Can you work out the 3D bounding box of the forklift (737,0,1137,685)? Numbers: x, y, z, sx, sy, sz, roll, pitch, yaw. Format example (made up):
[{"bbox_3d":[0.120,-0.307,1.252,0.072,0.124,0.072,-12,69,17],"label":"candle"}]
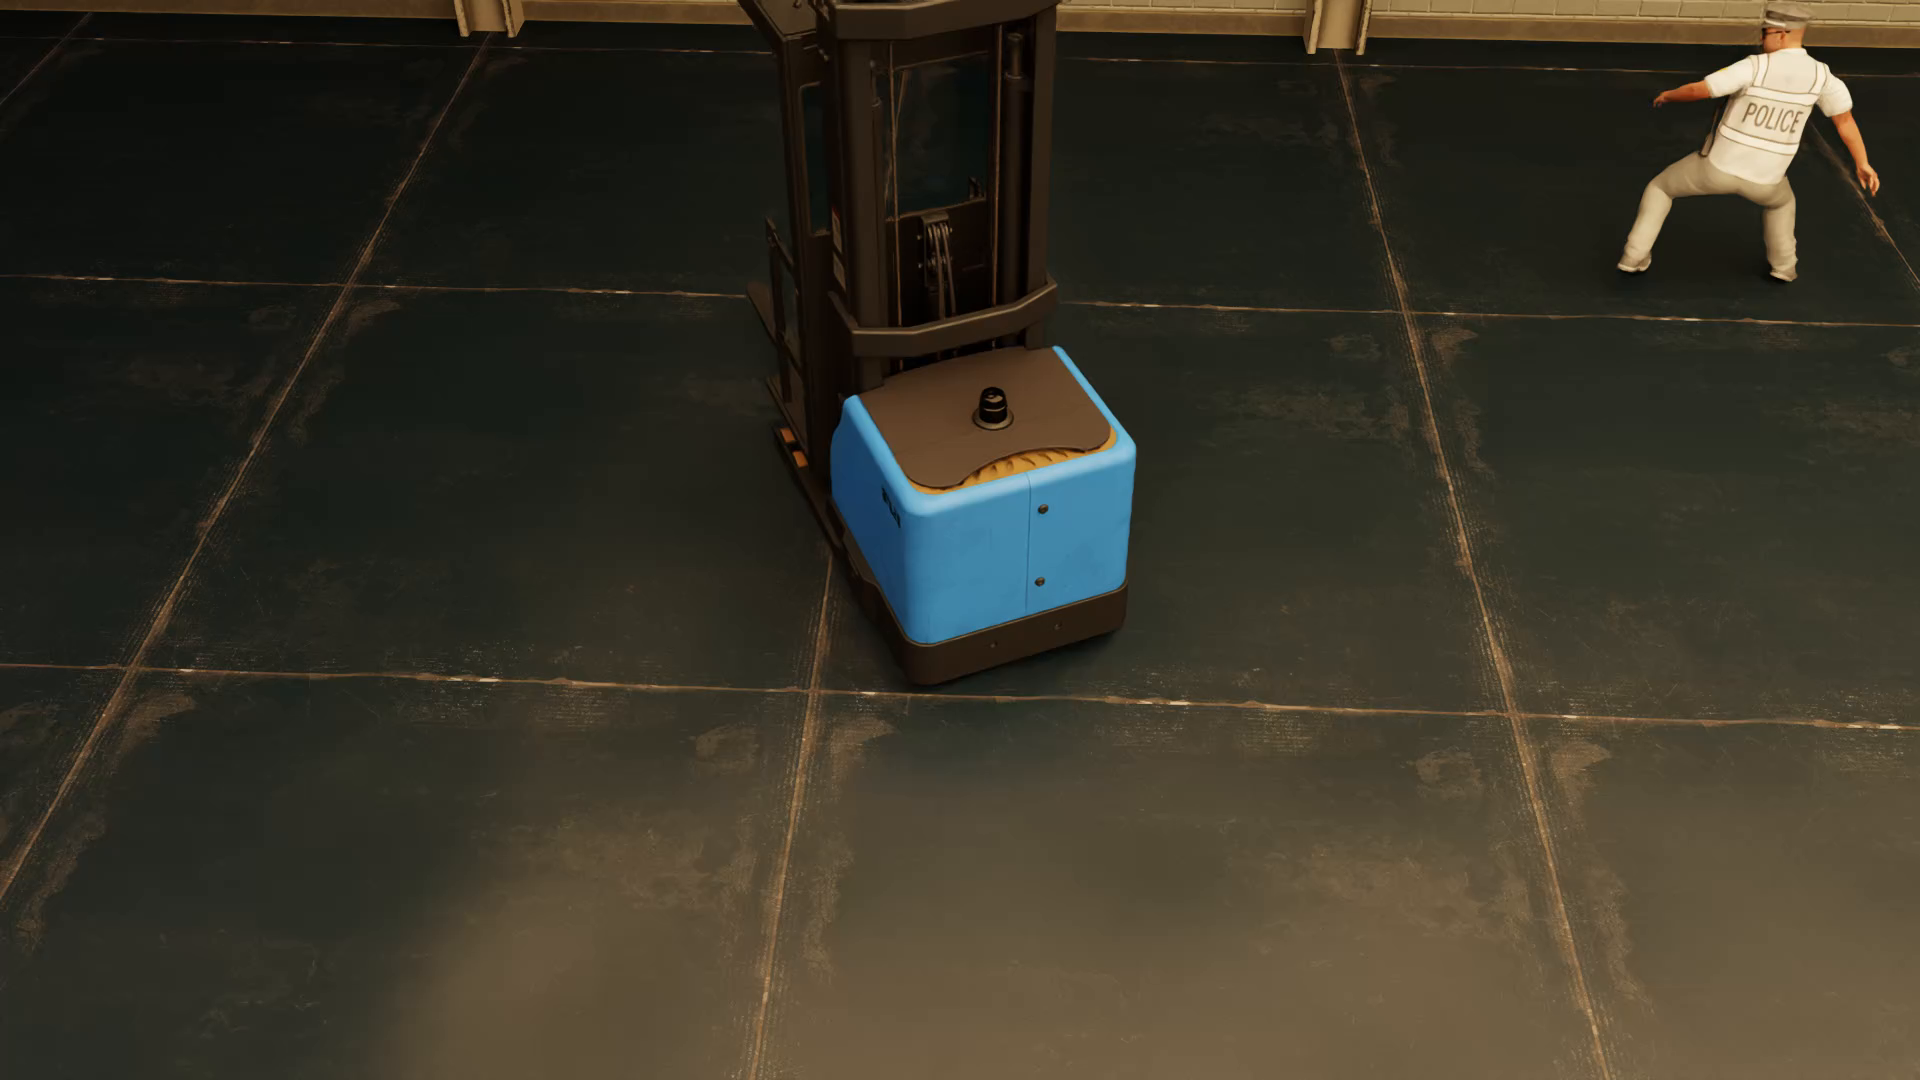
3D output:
[{"bbox_3d":[-0.289,-1.464,7.346,1.130,2.935,3.031,-15,45,-16],"label":"forklift"}]

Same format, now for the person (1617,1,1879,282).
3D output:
[{"bbox_3d":[4.335,-2.049,9.059,1.156,1.693,0.561,10,43,11],"label":"person"}]
